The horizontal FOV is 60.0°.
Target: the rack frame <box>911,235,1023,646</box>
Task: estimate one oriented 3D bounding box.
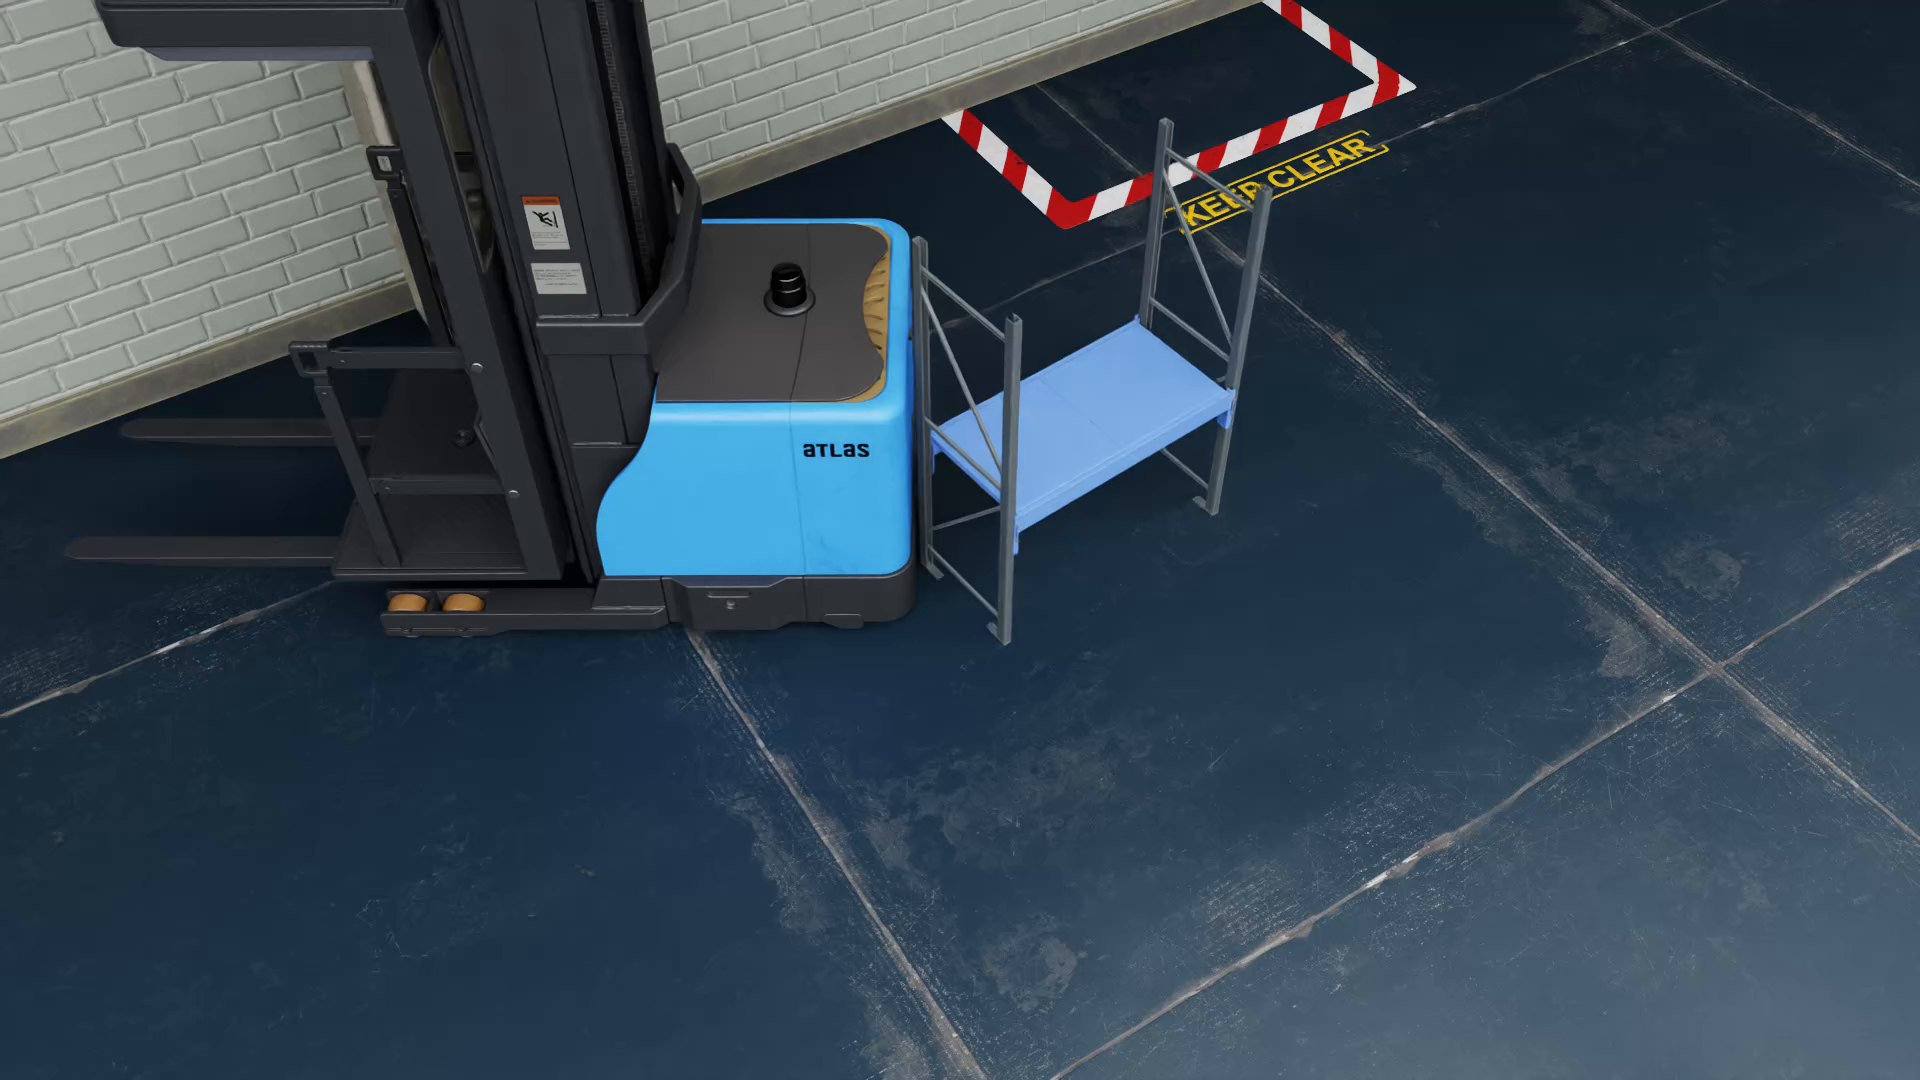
[{"bbox_3d":[0.016,-0.276,5.491,0.032,1.500,0.500,-30,55,-24],"label":"rack frame"}]

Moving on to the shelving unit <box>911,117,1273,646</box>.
[{"bbox_3d":[0.418,-0.509,5.699,1.048,1.500,0.538,-30,55,-24],"label":"shelving unit"}]

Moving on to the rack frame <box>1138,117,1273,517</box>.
[{"bbox_3d":[0.819,-0.742,5.906,0.032,1.500,0.500,-30,55,-24],"label":"rack frame"}]

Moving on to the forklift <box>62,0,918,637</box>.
[{"bbox_3d":[-1.677,-1.026,5.201,3.031,2.935,1.130,0,48,0],"label":"forklift"}]

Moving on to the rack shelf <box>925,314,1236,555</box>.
[{"bbox_3d":[0.418,-0.389,5.833,1.000,0.185,0.538,-30,55,-24],"label":"rack shelf"}]

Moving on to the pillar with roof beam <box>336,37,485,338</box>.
[{"bbox_3d":[0.195,-1.274,1.359,0.400,9.000,9.100,-25,53,-21],"label":"pillar with roof beam"}]
